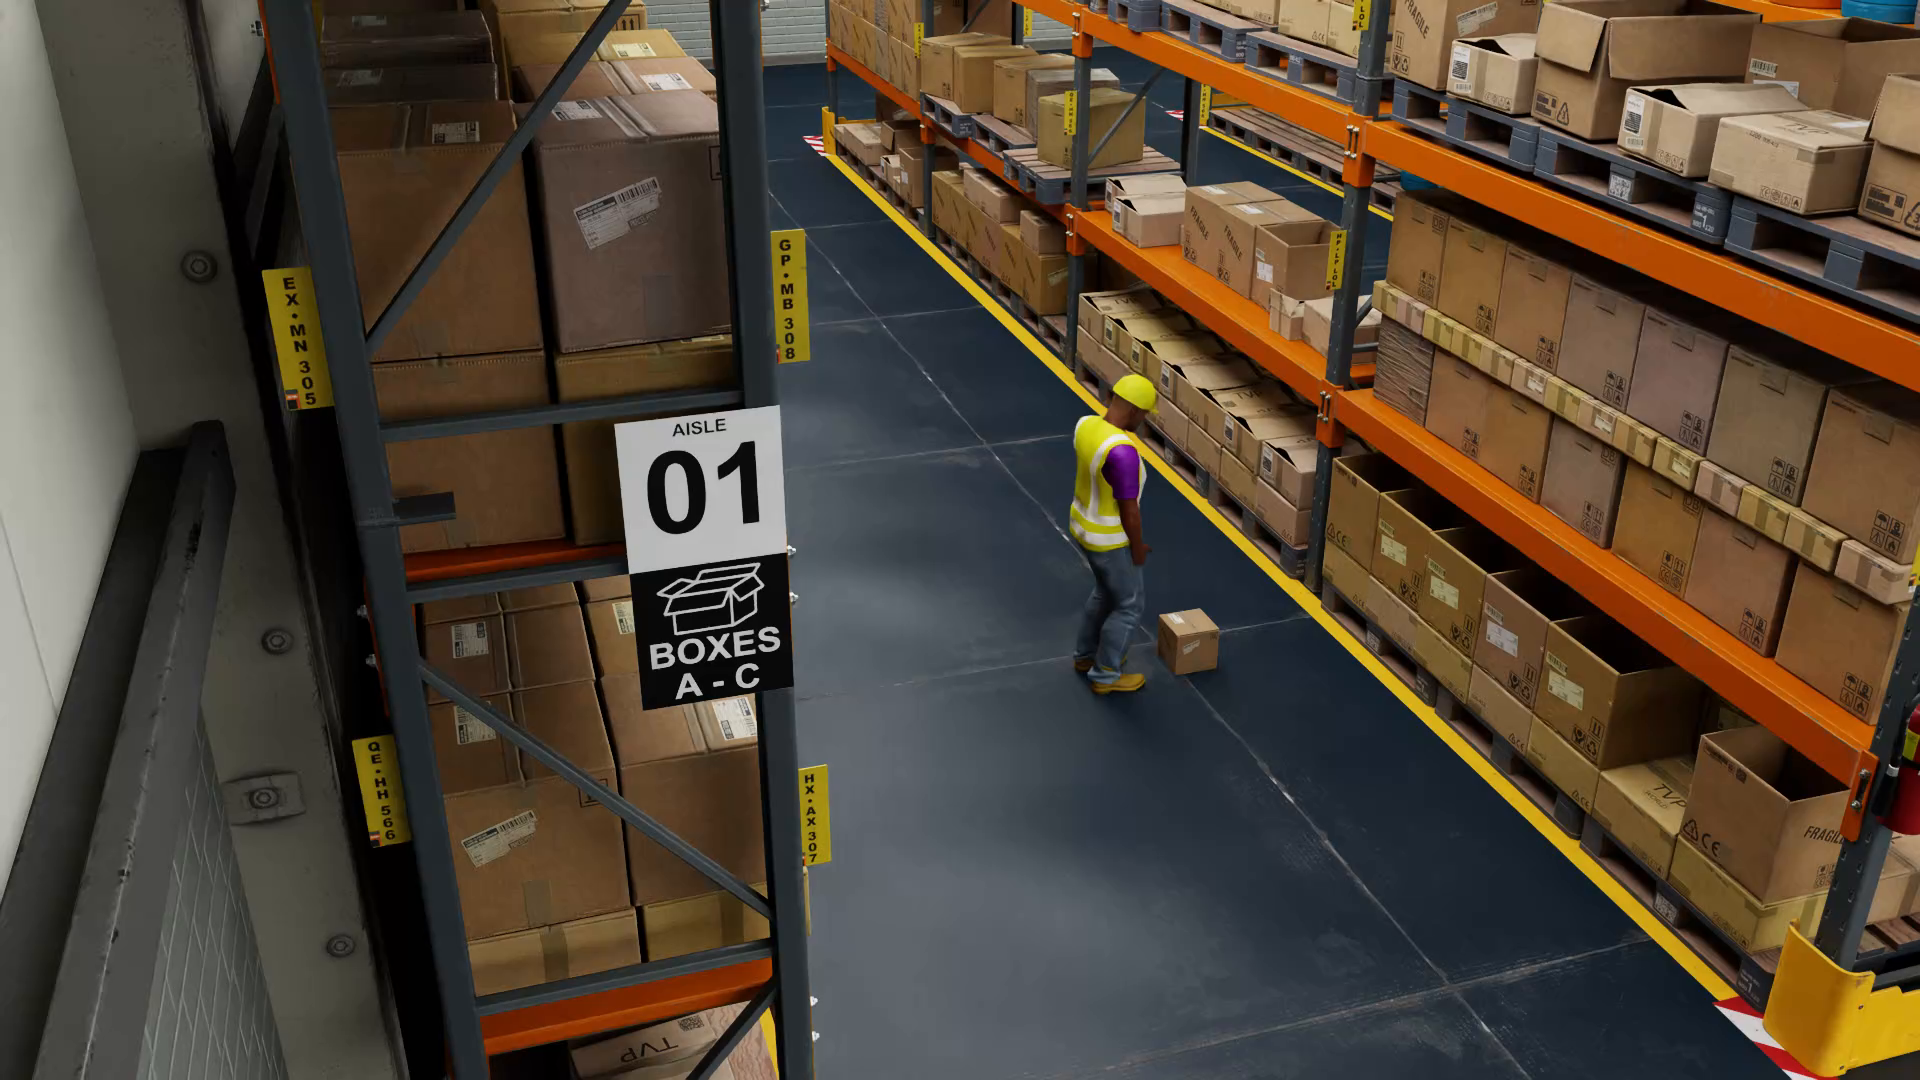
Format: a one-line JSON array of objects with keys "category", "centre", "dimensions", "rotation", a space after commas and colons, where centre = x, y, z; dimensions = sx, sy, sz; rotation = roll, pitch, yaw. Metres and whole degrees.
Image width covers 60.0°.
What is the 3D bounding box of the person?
[{"category": "person", "centre": [0.805, -0.043, 8.723], "dimensions": [0.438, 1.725, 0.588], "rotation": [-8, 27, -15]}]
